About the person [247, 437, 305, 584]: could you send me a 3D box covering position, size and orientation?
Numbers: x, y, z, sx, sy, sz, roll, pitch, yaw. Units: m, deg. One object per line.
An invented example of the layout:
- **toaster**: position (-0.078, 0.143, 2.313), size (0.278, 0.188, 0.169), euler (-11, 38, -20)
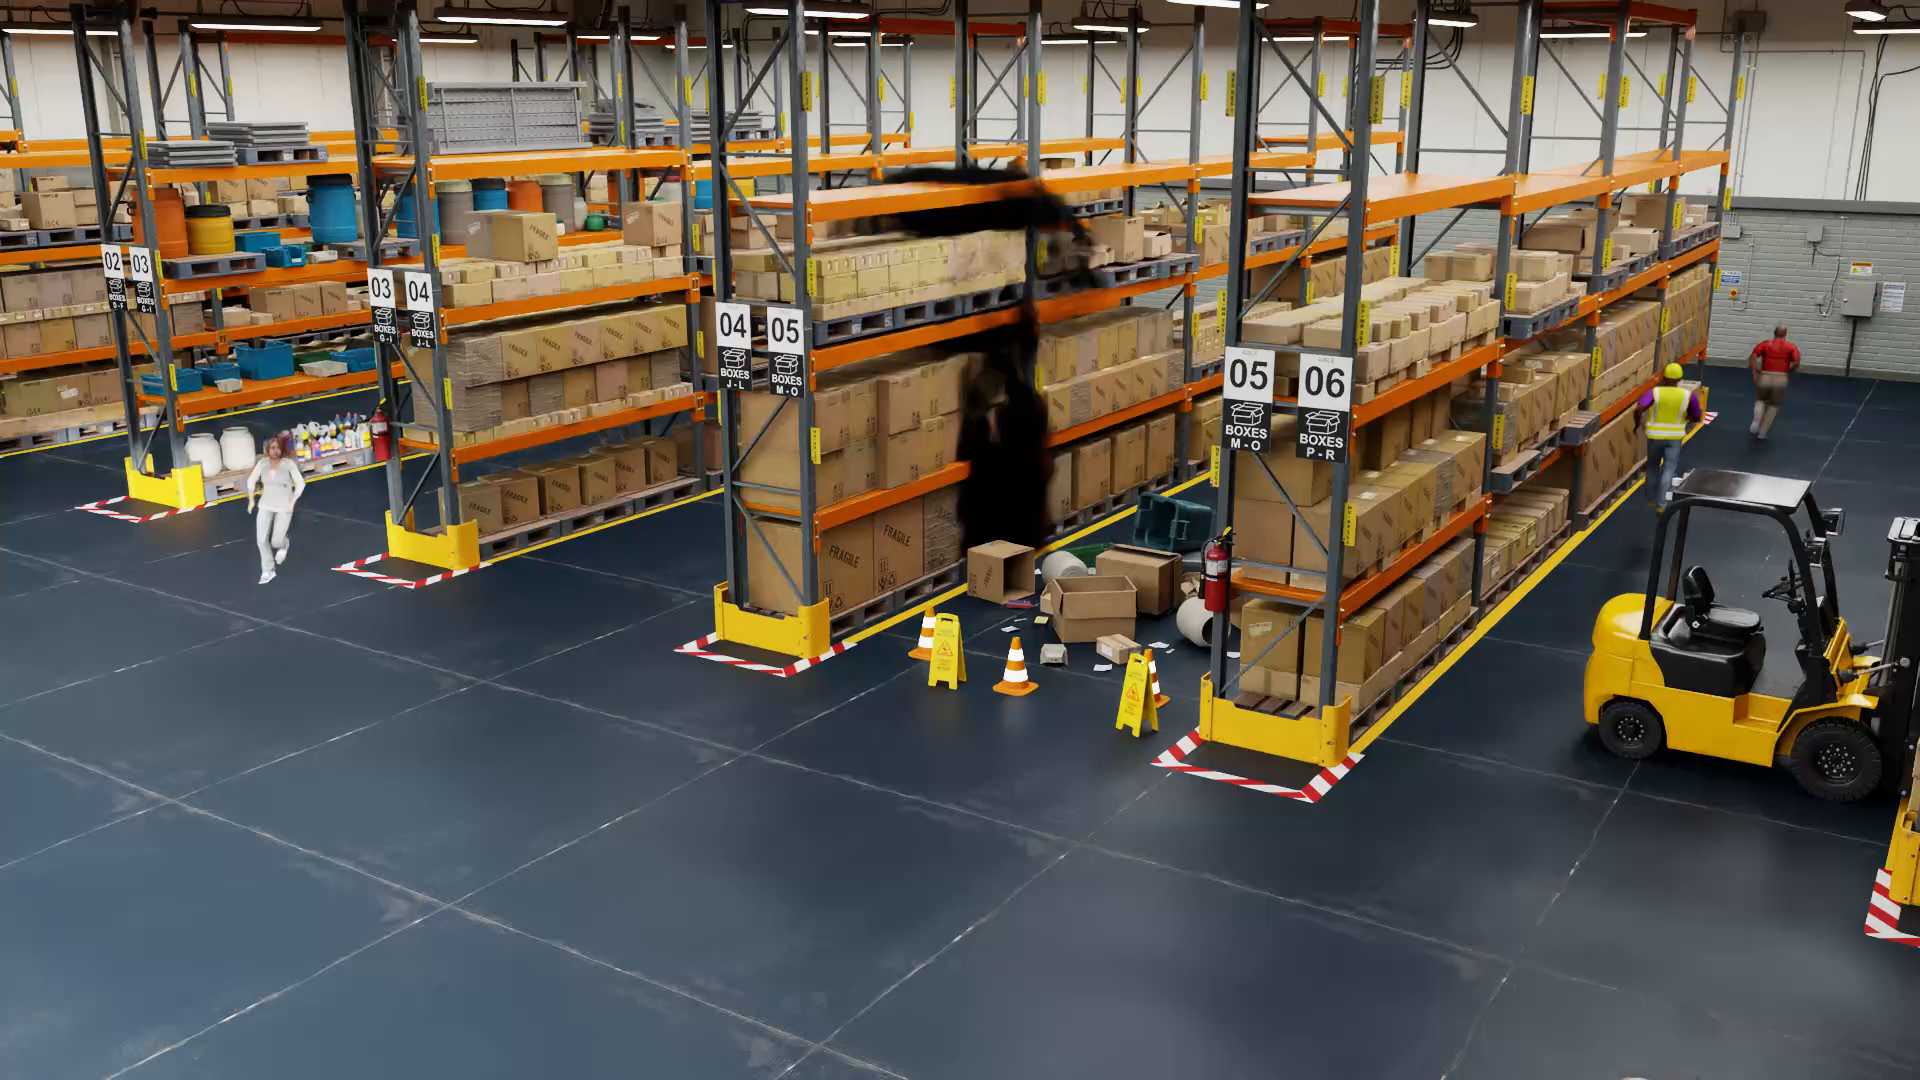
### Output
- **person**: position (-7.226, -0.340, 17.621), size (0.579, 1.552, 0.525), euler (-2, 16, -6)

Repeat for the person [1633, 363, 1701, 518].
- **person**: position (8.078, -1.149, 19.054), size (0.690, 1.785, 0.903), euler (8, 17, 26)

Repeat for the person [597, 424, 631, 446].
- **person**: position (-4.882, -2.006, 23.311), size (0.593, 1.754, 0.739), euler (5, 16, 19)

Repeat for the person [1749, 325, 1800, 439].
- **person**: position (11.969, -2.327, 24.463), size (0.649, 1.685, 0.559), euler (10, 18, 31)
